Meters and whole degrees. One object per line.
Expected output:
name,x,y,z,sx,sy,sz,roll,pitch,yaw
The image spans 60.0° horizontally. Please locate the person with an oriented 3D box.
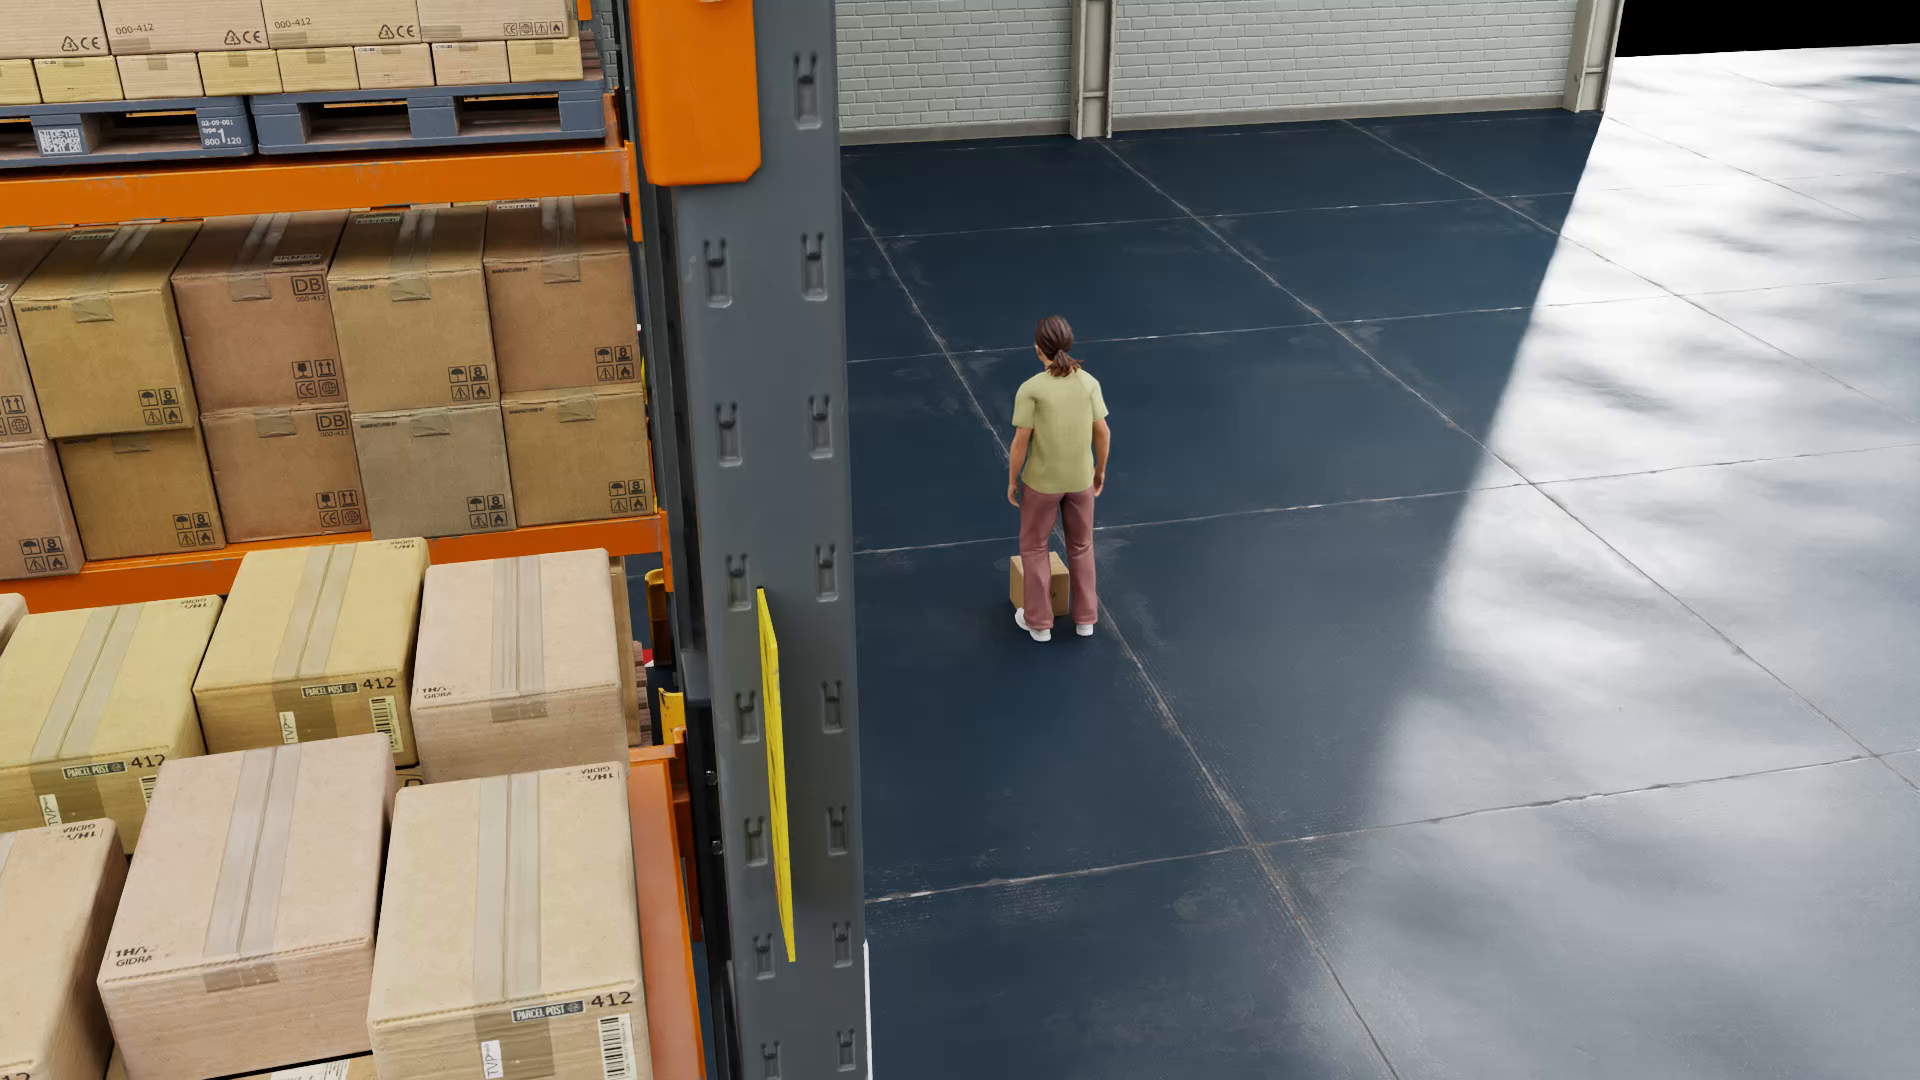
person,0.475,-0.287,8.185,0.507,1.672,0.354,-6,28,-13
